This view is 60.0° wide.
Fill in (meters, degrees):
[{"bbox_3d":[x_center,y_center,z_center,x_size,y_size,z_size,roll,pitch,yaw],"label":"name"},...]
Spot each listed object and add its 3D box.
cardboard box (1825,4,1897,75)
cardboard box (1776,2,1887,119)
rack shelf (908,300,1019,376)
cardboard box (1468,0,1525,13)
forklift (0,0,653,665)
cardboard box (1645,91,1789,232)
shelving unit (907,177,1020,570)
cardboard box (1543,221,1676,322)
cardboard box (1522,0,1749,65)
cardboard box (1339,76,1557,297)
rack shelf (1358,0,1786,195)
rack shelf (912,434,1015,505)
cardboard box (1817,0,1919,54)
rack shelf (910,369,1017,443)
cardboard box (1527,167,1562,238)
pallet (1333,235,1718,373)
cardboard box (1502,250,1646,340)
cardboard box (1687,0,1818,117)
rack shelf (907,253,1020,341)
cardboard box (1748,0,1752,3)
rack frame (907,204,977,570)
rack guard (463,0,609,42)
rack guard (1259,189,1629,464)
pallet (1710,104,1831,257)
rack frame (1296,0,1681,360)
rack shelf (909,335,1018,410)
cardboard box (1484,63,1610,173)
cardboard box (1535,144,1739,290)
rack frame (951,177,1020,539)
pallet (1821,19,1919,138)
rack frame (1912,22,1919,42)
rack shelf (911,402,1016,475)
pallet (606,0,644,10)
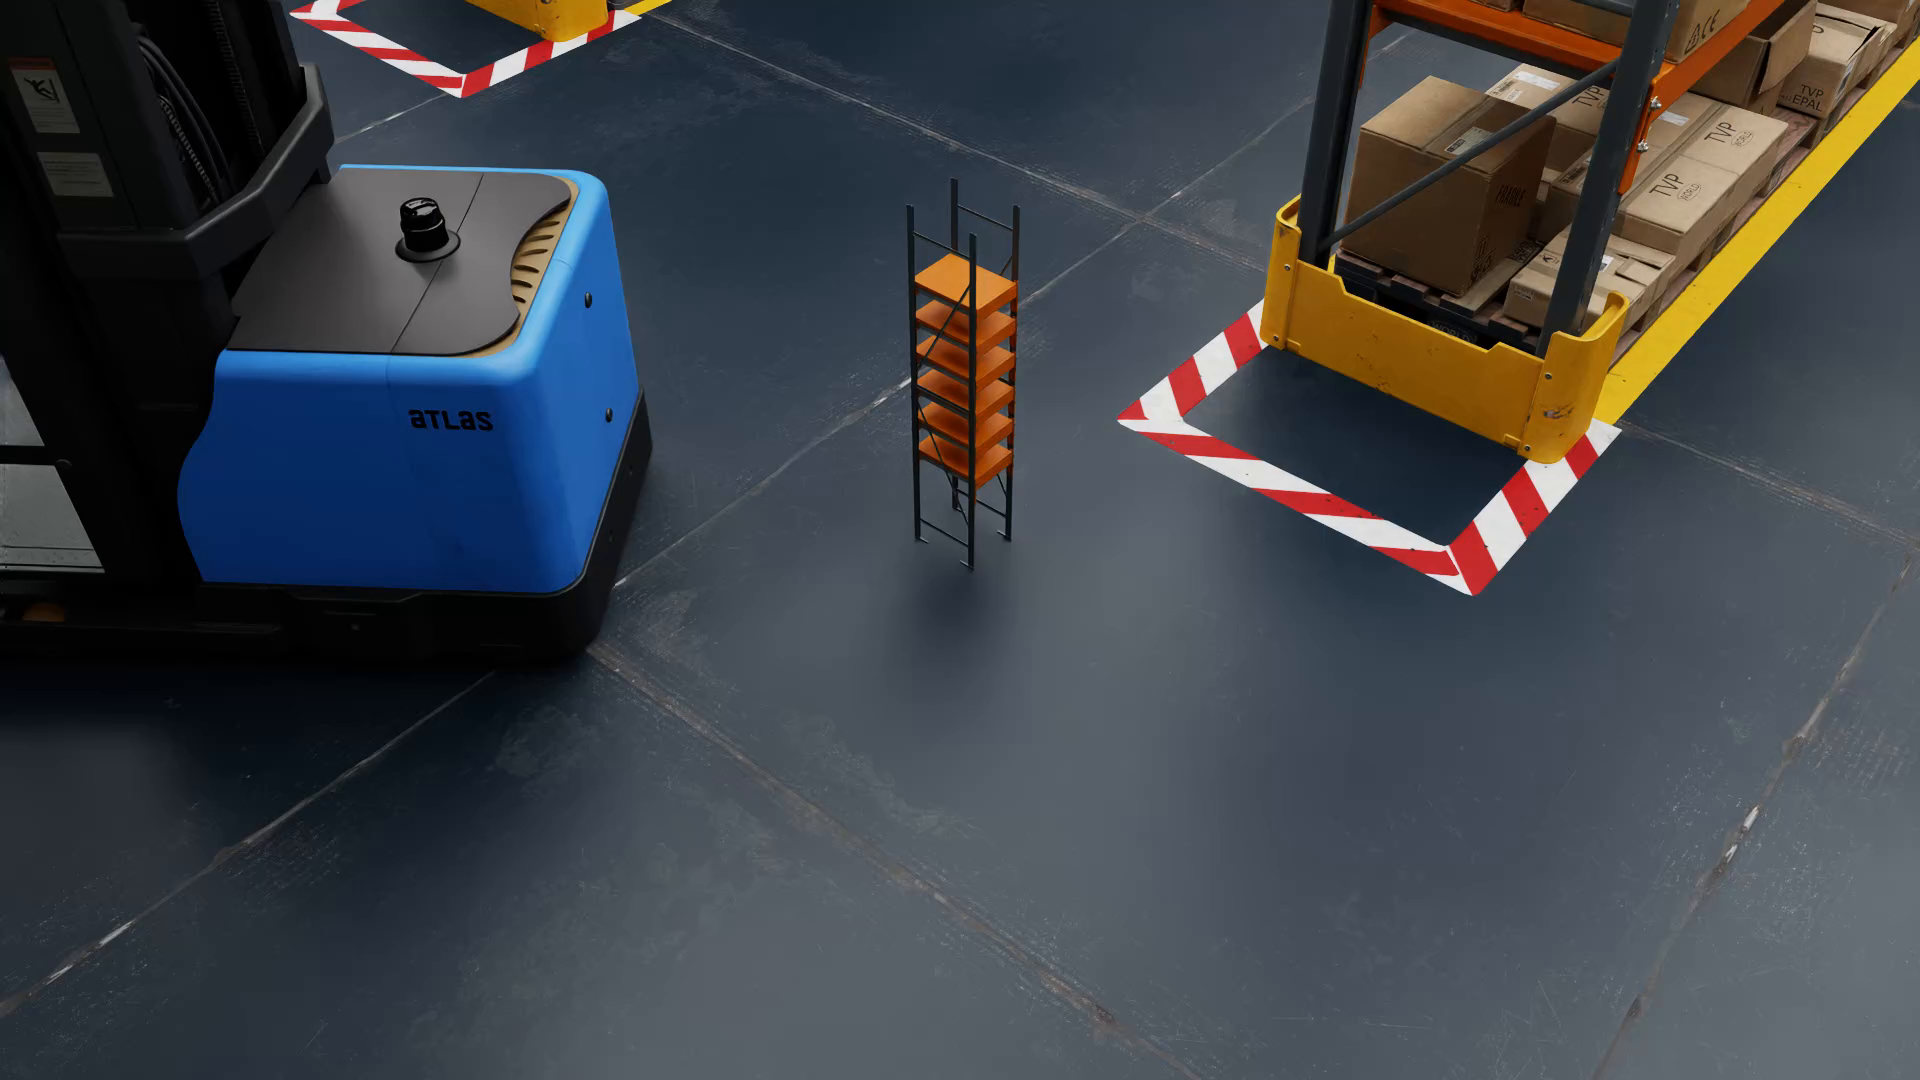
[{"bbox_3d":[3.804,-2.178,7.208,0.380,0.149,0.250,29,50,28],"label":"cardboard box"},{"bbox_3d":[3.517,-2.071,6.970,0.500,0.311,0.500,29,50,28],"label":"cardboard box"},{"bbox_3d":[0.009,-0.596,4.723,0.258,0.103,0.180,29,50,28],"label":"rack shelf"},{"bbox_3d":[1.655,-2.031,5.180,0.500,0.500,0.500,31,51,30],"label":"cardboard box"},{"bbox_3d":[-2.546,-1.096,4.277,3.031,2.935,1.130,2,42,2],"label":"forklift"},{"bbox_3d":[2.785,-1.463,6.347,0.500,0.250,0.500,29,50,28],"label":"cardboard box"},{"bbox_3d":[0.009,-0.451,4.855,0.258,1.200,0.189,29,50,28],"label":"shelving unit"},{"bbox_3d":[2.268,-0.956,5.851,0.380,0.166,0.250,29,50,28],"label":"cardboard box"},{"bbox_3d":[2.062,-1.797,4.923,0.500,0.500,0.500,31,50,29],"label":"cardboard box"},{"bbox_3d":[1.736,-1.271,5.949,0.500,0.500,0.500,29,50,28],"label":"cardboard box"},{"bbox_3d":[2.862,-2.410,6.205,1.077,0.370,4.000,29,50,28],"label":"rack shelf"},{"bbox_3d":[0.009,-0.241,5.046,0.258,0.103,0.180,29,50,28],"label":"rack shelf"},{"bbox_3d":[3.999,-2.527,7.331,0.500,0.500,0.500,29,50,28],"label":"cardboard box"},{"bbox_3d":[0.009,-0.418,4.884,0.258,0.103,0.180,29,50,28],"label":"rack shelf"},{"bbox_3d":[2.066,-1.317,6.247,0.380,0.166,0.250,29,50,28],"label":"cardboard box"},{"bbox_3d":[2.136,-1.064,6.264,1.003,0.211,1.213,29,50,28],"label":"pallet"},{"bbox_3d":[2.107,-0.821,5.715,0.380,0.149,0.250,29,50,28],"label":"cardboard box"},{"bbox_3d":[2.944,-1.975,6.721,0.797,0.503,0.637,29,50,28],"label":"cardboard box"},{"bbox_3d":[0.009,-0.685,4.642,0.258,0.103,0.180,29,50,28],"label":"rack shelf"},{"bbox_3d":[2.390,-2.065,5.217,0.500,0.500,0.500,29,50,28],"label":"cardboard box"},{"bbox_3d":[-0.050,-0.404,4.803,0.240,1.200,0.006,29,50,28],"label":"rack frame"},{"bbox_3d":[-2.220,-2.850,8.012,1.175,0.500,0.348,29,50,28],"label":"rack guard"},{"bbox_3d":[1.624,-0.760,5.714,1.175,0.500,0.348,29,50,28],"label":"rack guard"},{"bbox_3d":[2.921,-1.690,6.951,1.003,0.211,1.213,29,50,28],"label":"pallet"},{"bbox_3d":[1.575,-1.646,4.831,1.000,3.000,0.127,29,50,28],"label":"rack frame"},{"bbox_3d":[0.009,-0.507,4.804,0.258,0.103,0.180,29,50,28],"label":"rack shelf"},{"bbox_3d":[2.370,-1.654,6.556,0.500,0.250,0.500,29,50,28],"label":"cardboard box"},{"bbox_3d":[2.463,-1.206,6.064,0.500,0.250,0.500,29,50,28],"label":"cardboard box"},{"bbox_3d":[0.068,-0.498,4.906,0.240,1.200,0.006,29,50,28],"label":"rack frame"},{"bbox_3d":[3.706,-2.321,7.645,1.003,0.211,1.213,29,50,28],"label":"pallet"},{"bbox_3d":[4.149,-3.706,7.096,1.000,3.000,0.127,29,50,28],"label":"rack frame"},{"bbox_3d":[0.009,-0.330,4.965,0.258,0.103,0.180,29,50,28],"label":"rack shelf"},{"bbox_3d":[-1.654,-3.169,8.578,1.003,0.211,1.213,29,50,28],"label":"pallet"}]
